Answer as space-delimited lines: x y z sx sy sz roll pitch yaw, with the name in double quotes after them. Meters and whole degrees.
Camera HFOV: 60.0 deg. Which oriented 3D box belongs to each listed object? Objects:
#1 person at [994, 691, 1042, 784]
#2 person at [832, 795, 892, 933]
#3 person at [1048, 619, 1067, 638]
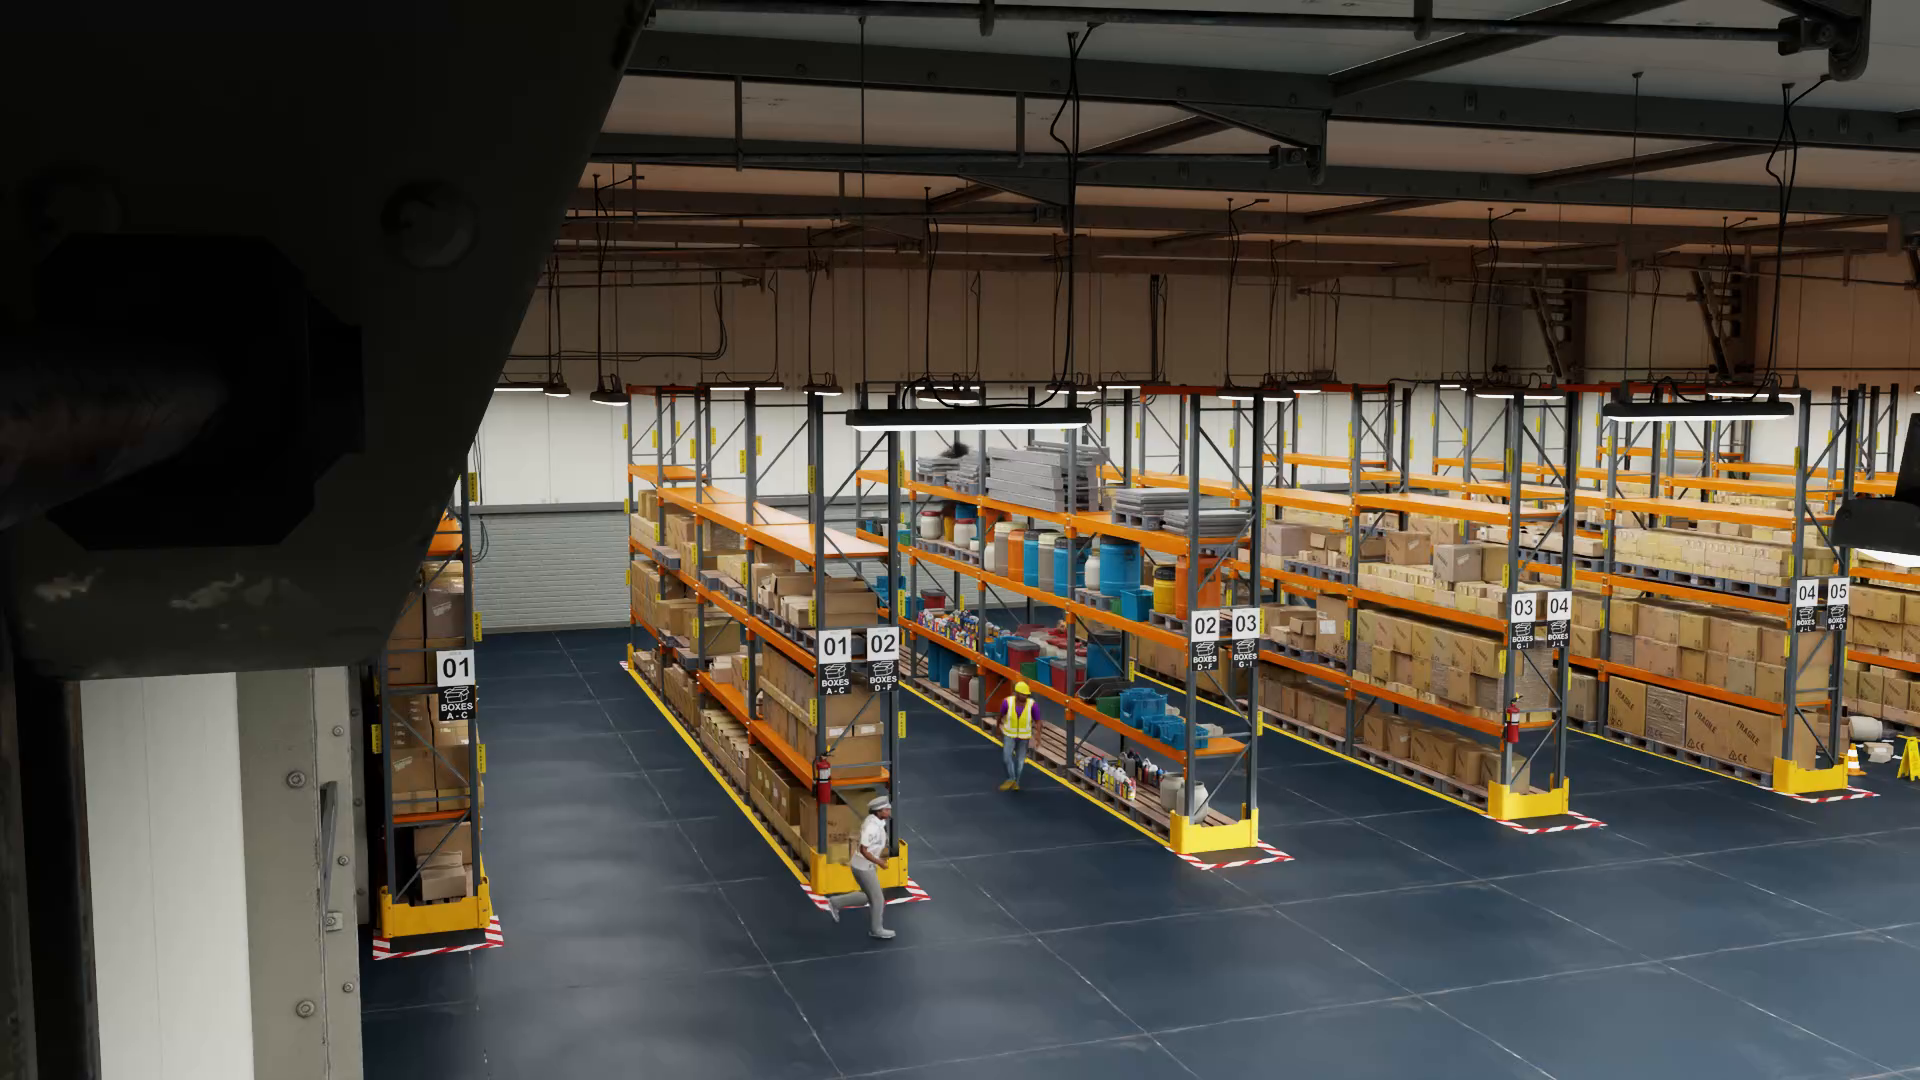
0.867 2.902 24.721 0.694 1.597 0.733 0 6 -2 "person"
-1.094 3.592 18.417 0.697 1.570 0.560 1 6 10 "person"
1.907 2.264 31.996 0.701 1.553 0.832 -2 6 -20 "person"
